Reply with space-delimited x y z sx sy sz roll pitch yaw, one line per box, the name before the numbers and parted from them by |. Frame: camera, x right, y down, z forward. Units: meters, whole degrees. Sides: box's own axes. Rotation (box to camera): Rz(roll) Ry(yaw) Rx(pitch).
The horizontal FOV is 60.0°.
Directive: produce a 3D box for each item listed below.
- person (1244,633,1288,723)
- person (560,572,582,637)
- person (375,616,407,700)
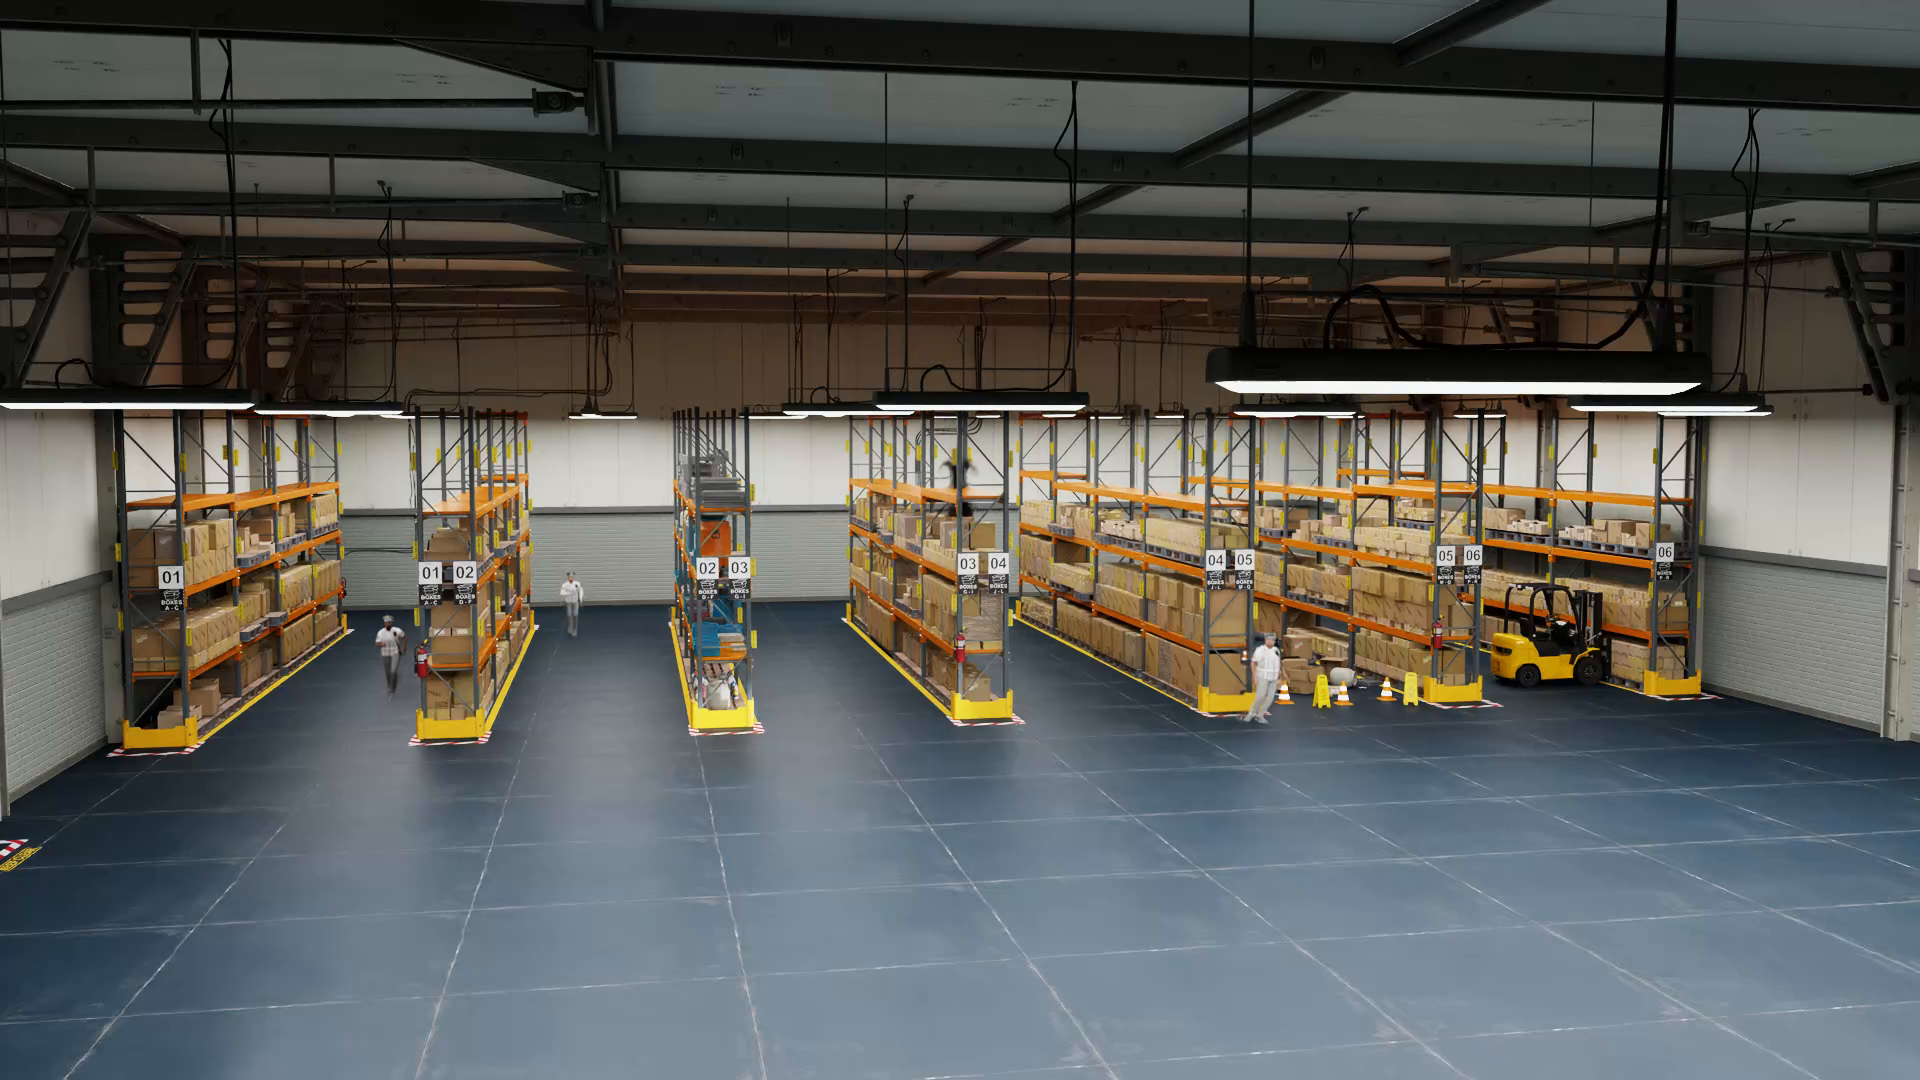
person | 5.795 2.631 31.524 0.782 1.751 0.602 -3 5 -33
person | -10.400 1.706 44.533 0.570 1.740 0.846 -1 4 -13
person | -11.832 2.420 34.622 0.565 1.741 0.898 0 4 -5
